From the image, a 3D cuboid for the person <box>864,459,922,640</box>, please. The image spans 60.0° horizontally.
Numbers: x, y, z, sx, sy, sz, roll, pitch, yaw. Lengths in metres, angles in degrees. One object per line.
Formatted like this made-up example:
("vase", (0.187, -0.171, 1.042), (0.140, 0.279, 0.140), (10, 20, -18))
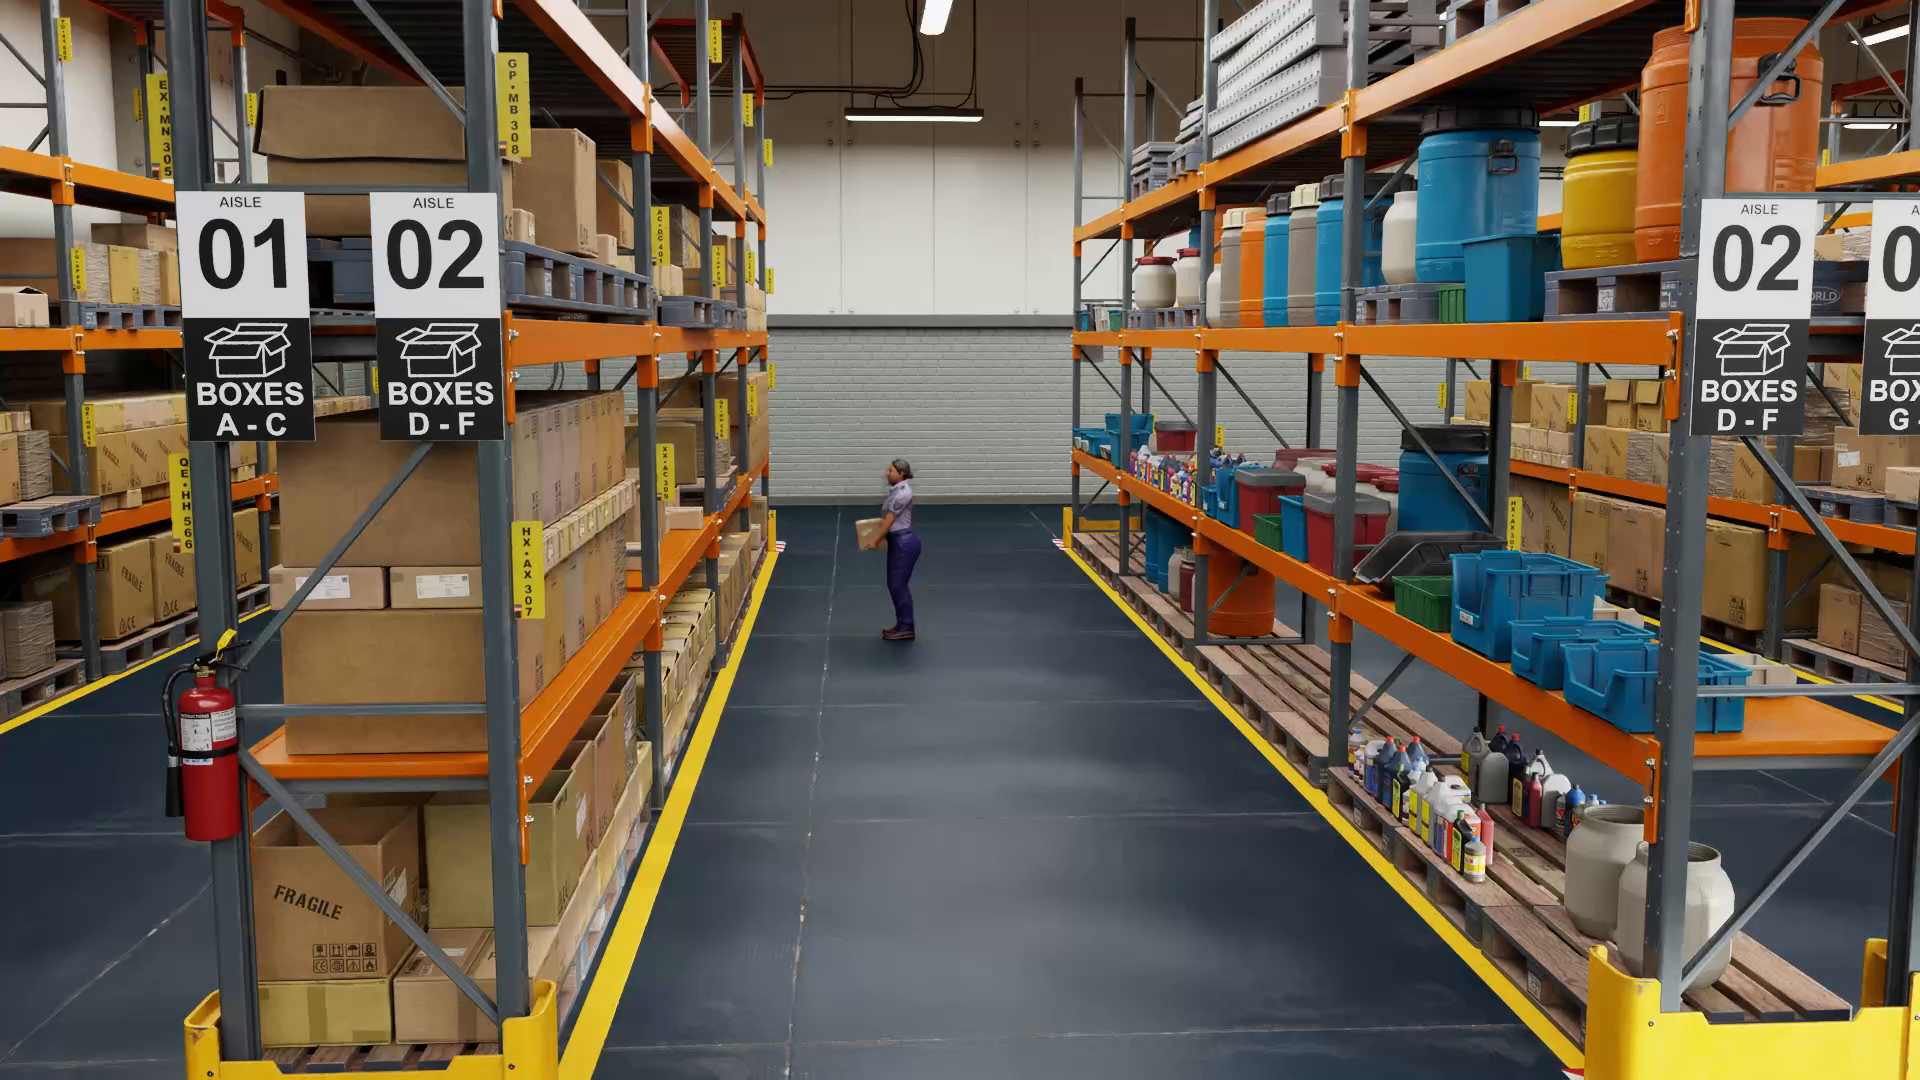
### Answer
("person", (-0.620, 0.078, 15.216), (0.529, 1.647, 0.435), (-1, 7, -5))
